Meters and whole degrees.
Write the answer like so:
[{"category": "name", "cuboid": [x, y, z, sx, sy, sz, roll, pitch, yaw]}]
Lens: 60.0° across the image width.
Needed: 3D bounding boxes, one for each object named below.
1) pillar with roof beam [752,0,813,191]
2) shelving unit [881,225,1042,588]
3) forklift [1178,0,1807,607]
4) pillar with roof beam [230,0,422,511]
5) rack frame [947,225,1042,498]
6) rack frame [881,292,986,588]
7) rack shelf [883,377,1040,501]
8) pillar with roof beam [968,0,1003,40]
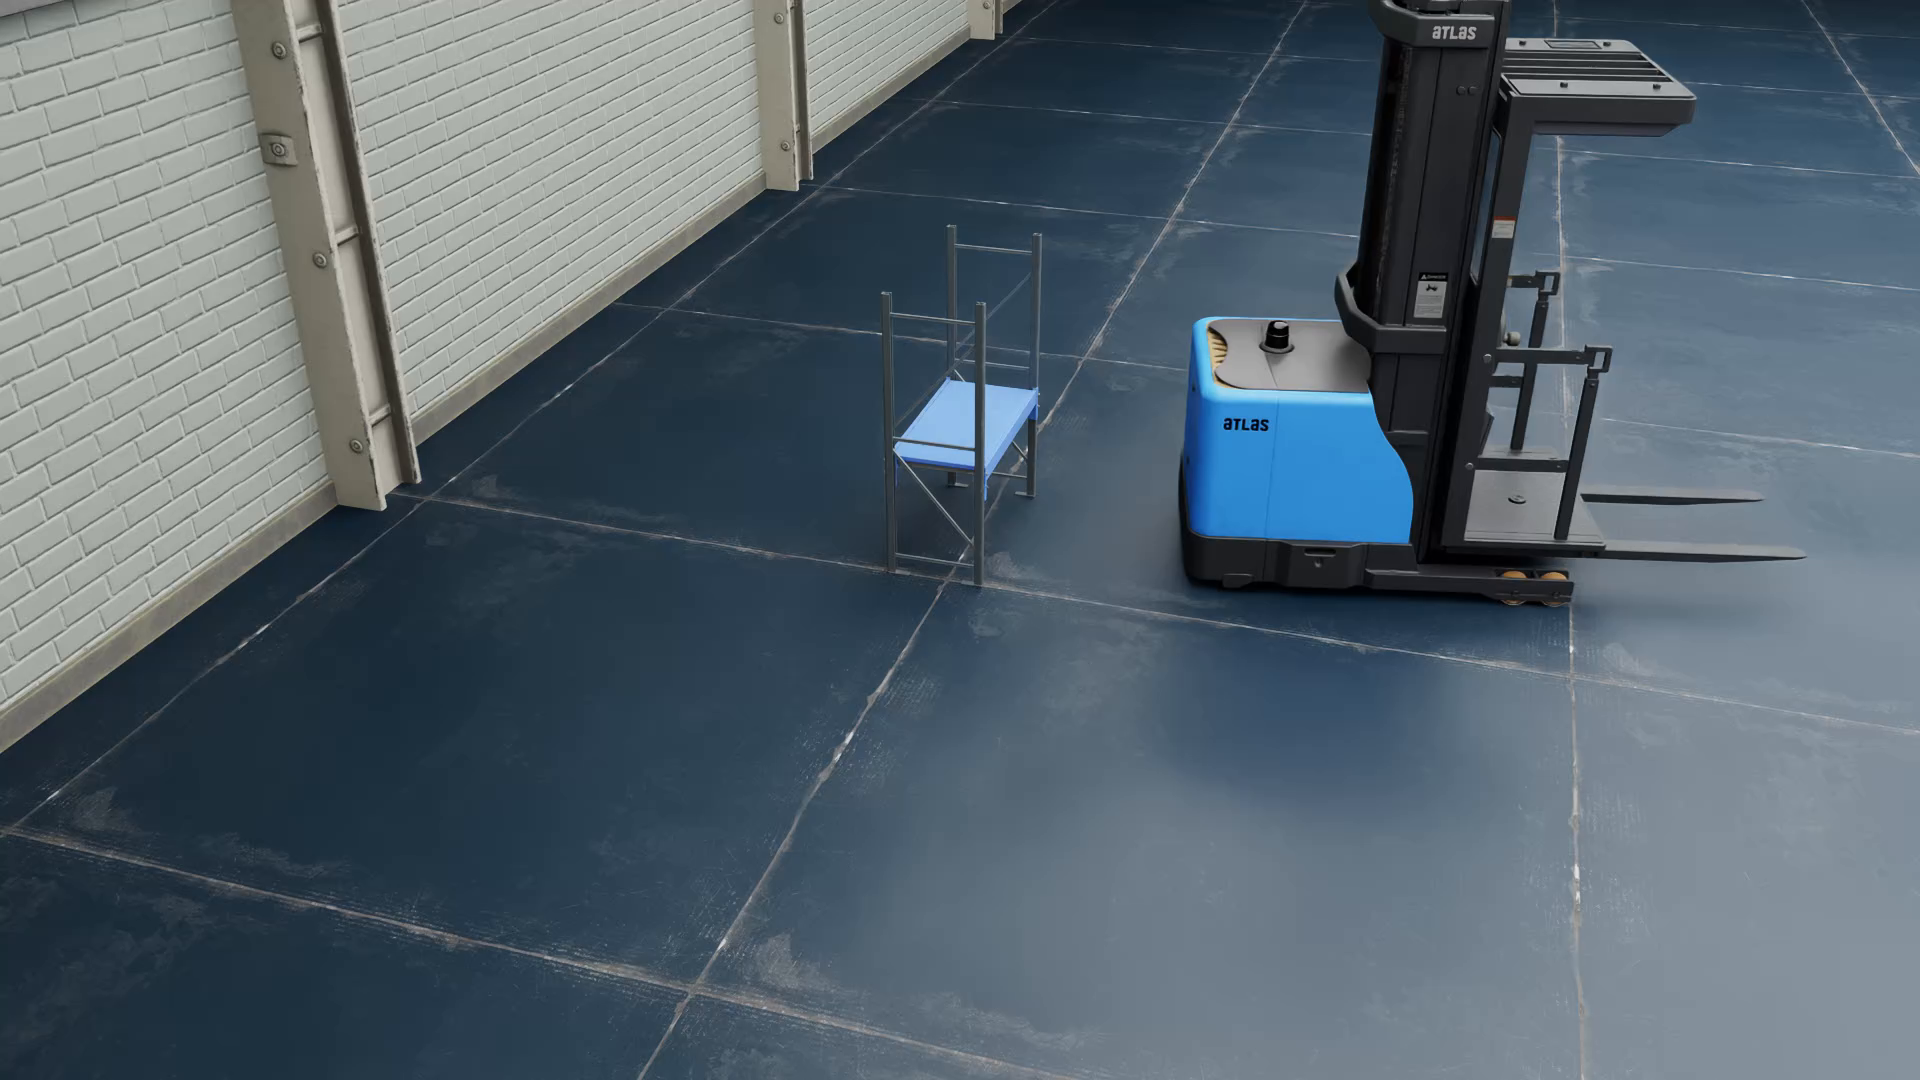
[{"category": "pillar with roof beam", "cuboid": [2.644, -6.377, 10.957, 9.100, 9.000, 0.400, 8, 30, 15]}, {"category": "shelving unit", "cuboid": [0.025, -0.695, 8.457, 0.538, 1.500, 1.048, 8, 30, 15]}, {"category": "forklift", "cuboid": [2.670, -1.222, 7.932, 3.031, 2.935, 1.130, 2, 29, 4]}, {"category": "pillar with roof beam", "cuboid": [0.883, -3.589, 5.945, 9.100, 9.000, 0.400, 8, 30, 15]}, {"category": "rack frame", "cuboid": [0.174, -0.931, 8.881, 0.500, 1.500, 0.032, 8, 30, 15]}, {"category": "rack frame", "cuboid": [-0.124, -0.459, 8.032, 0.500, 1.500, 0.032, 8, 30, 15]}, {"category": "rack shelf", "cuboid": [0.025, -0.538, 8.544, 0.538, 0.185, 1.000, 8, 30, 15]}, {"category": "pillar with roof beam", "cuboid": [4.405, -9.166, 15.969, 9.100, 9.000, 0.400, 8, 30, 15]}]
